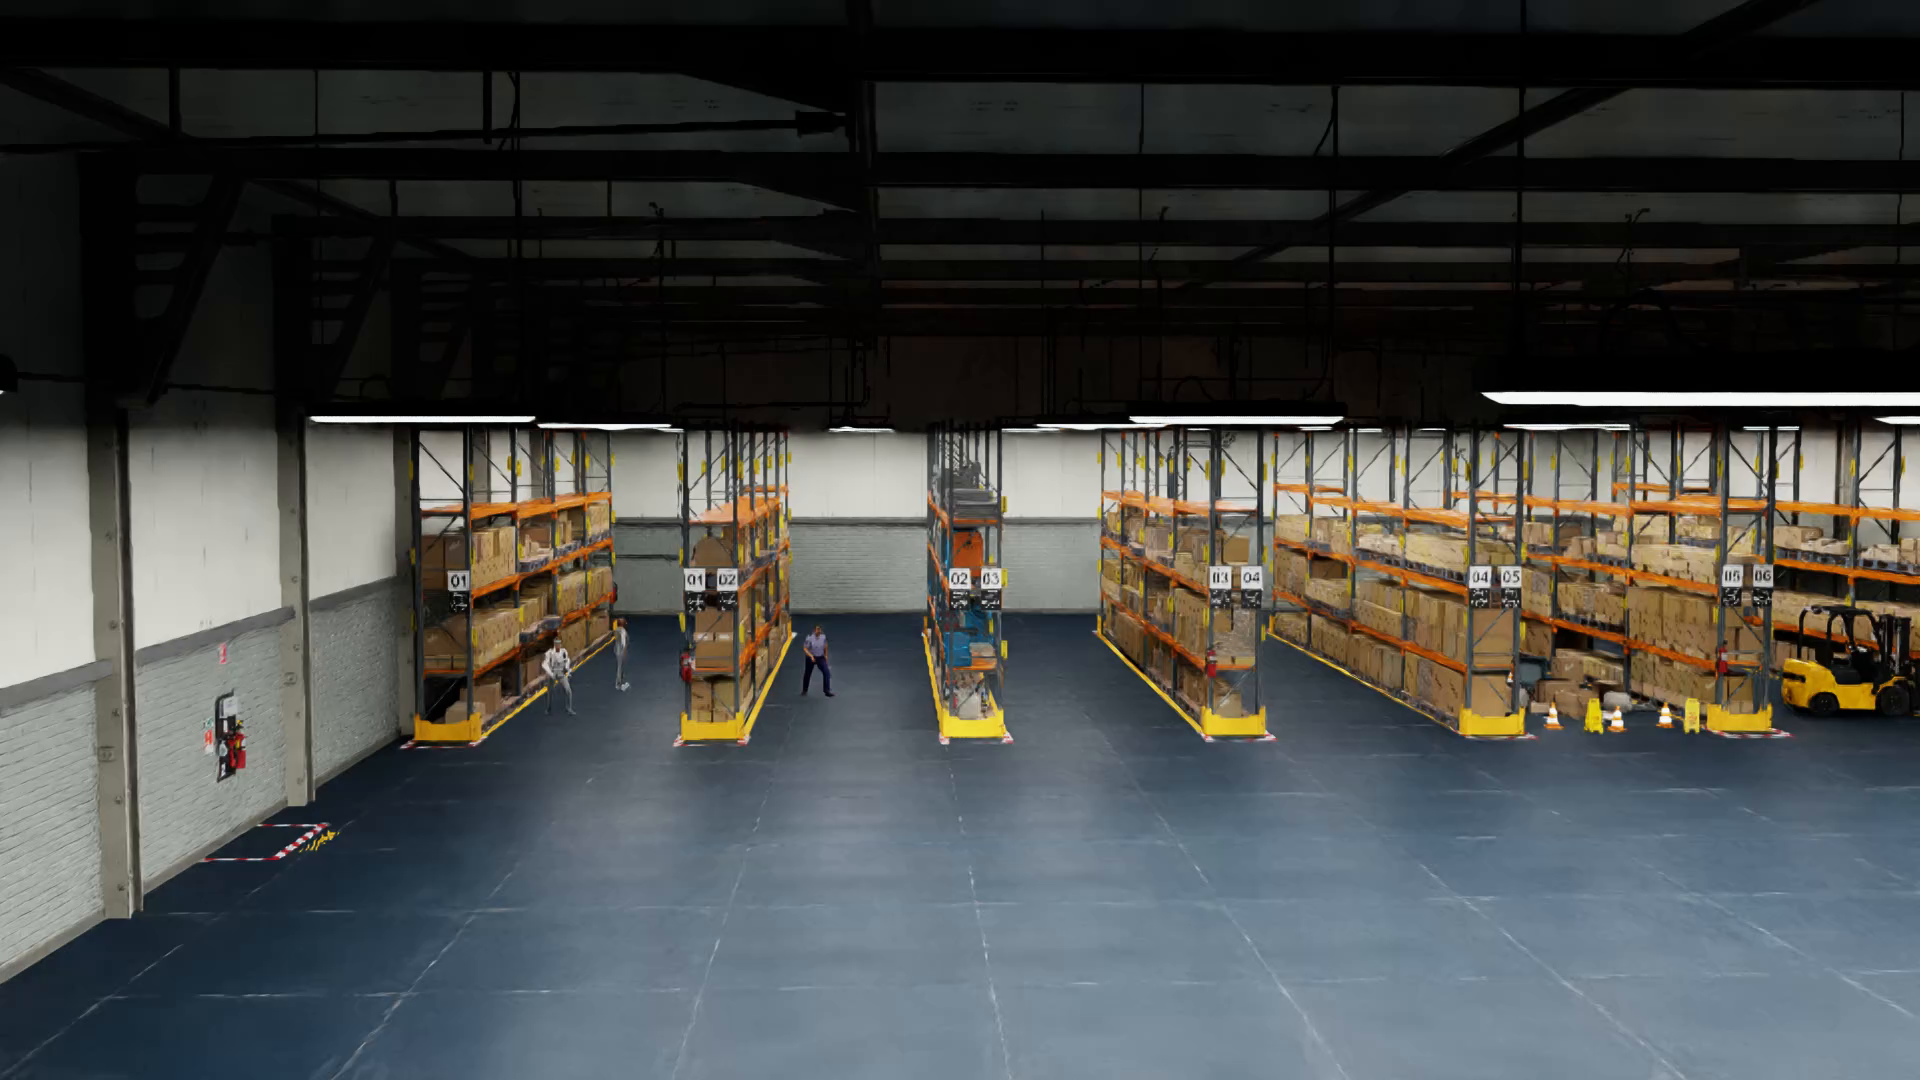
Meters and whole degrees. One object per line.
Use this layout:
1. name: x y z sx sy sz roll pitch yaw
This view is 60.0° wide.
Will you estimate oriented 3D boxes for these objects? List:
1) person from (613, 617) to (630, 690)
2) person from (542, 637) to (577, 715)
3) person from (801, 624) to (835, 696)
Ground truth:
1. person: -7.539 2.527 37.212 0.419 1.603 0.504 -2 4 -30
2. person: -8.172 2.748 33.758 0.638 1.615 0.774 -2 4 -23
3. person: -3.134 2.604 36.332 0.647 1.563 0.821 -1 4 -20
